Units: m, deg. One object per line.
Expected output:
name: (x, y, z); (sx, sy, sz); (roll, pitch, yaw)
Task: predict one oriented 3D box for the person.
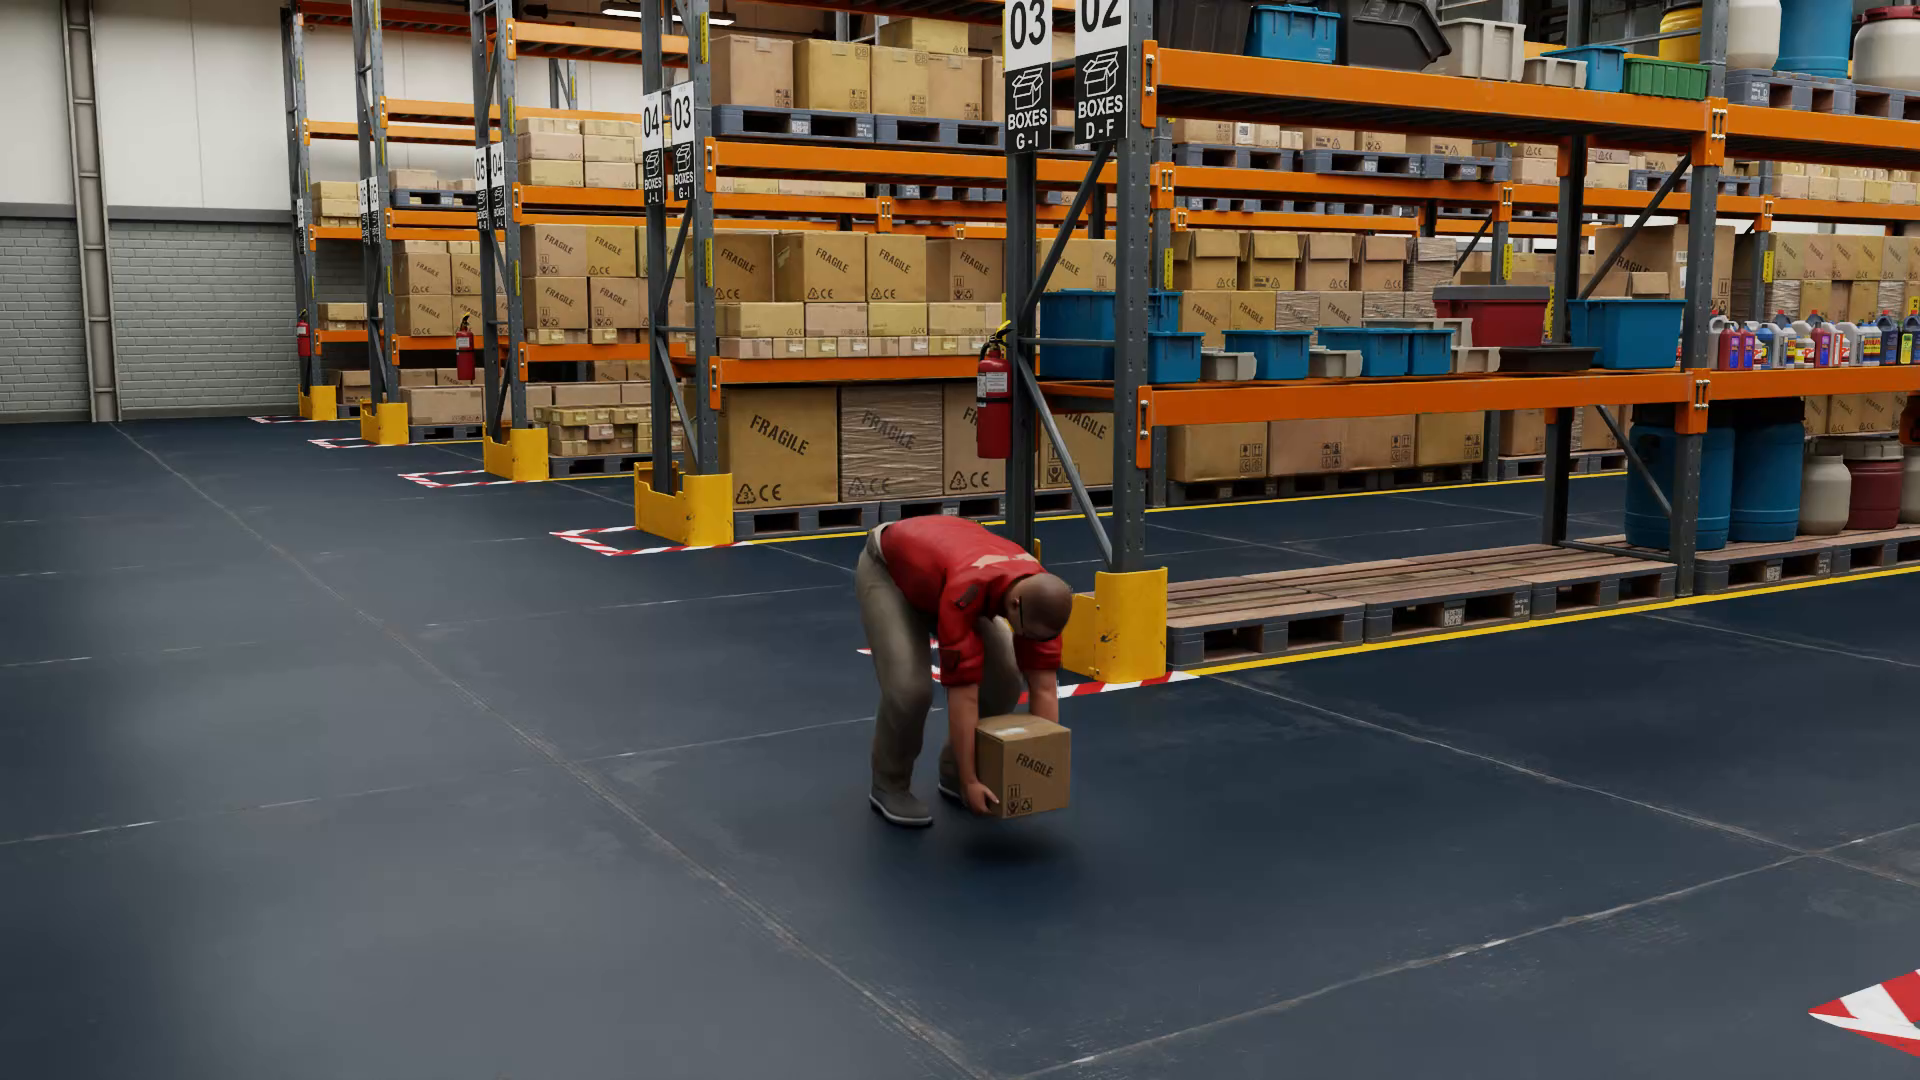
person: (0.030, 0.438, 5.391); (0.524, 1.002, 0.961); (-5, 10, -34)
